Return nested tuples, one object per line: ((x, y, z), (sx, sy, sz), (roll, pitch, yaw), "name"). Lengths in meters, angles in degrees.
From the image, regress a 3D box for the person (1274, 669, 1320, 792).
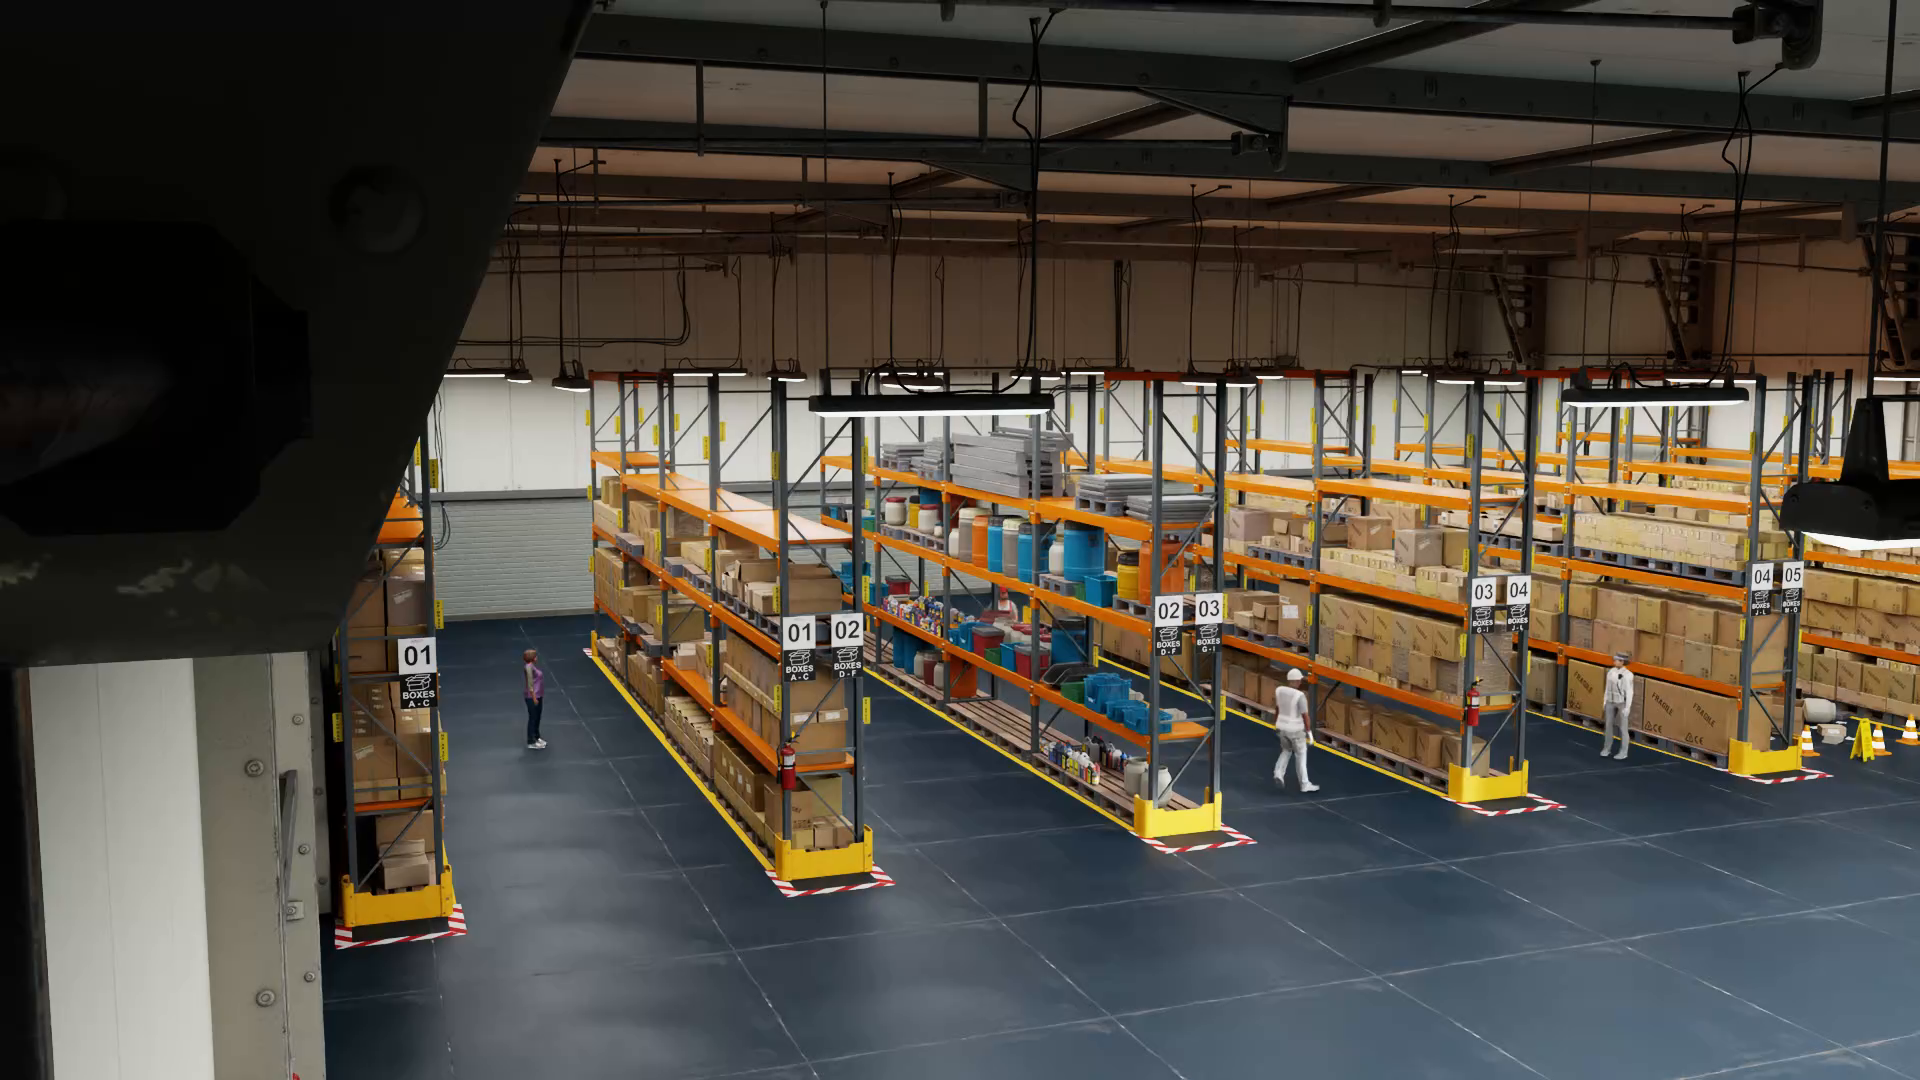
((4.850, 2.747, 24.139), (0.620, 1.779, 0.649), (-5, 8, -35), "person")

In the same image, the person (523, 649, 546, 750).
((-6.846, 2.558, 26.877), (0.398, 1.589, 0.476), (1, 6, 11), "person")

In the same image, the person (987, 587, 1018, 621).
((0.849, 1.825, 32.960), (0.596, 1.809, 0.878), (-3, 7, -23), "person")

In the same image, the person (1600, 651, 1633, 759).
((10.312, 2.576, 26.116), (0.380, 1.685, 0.530), (-4, 7, -31), "person")
